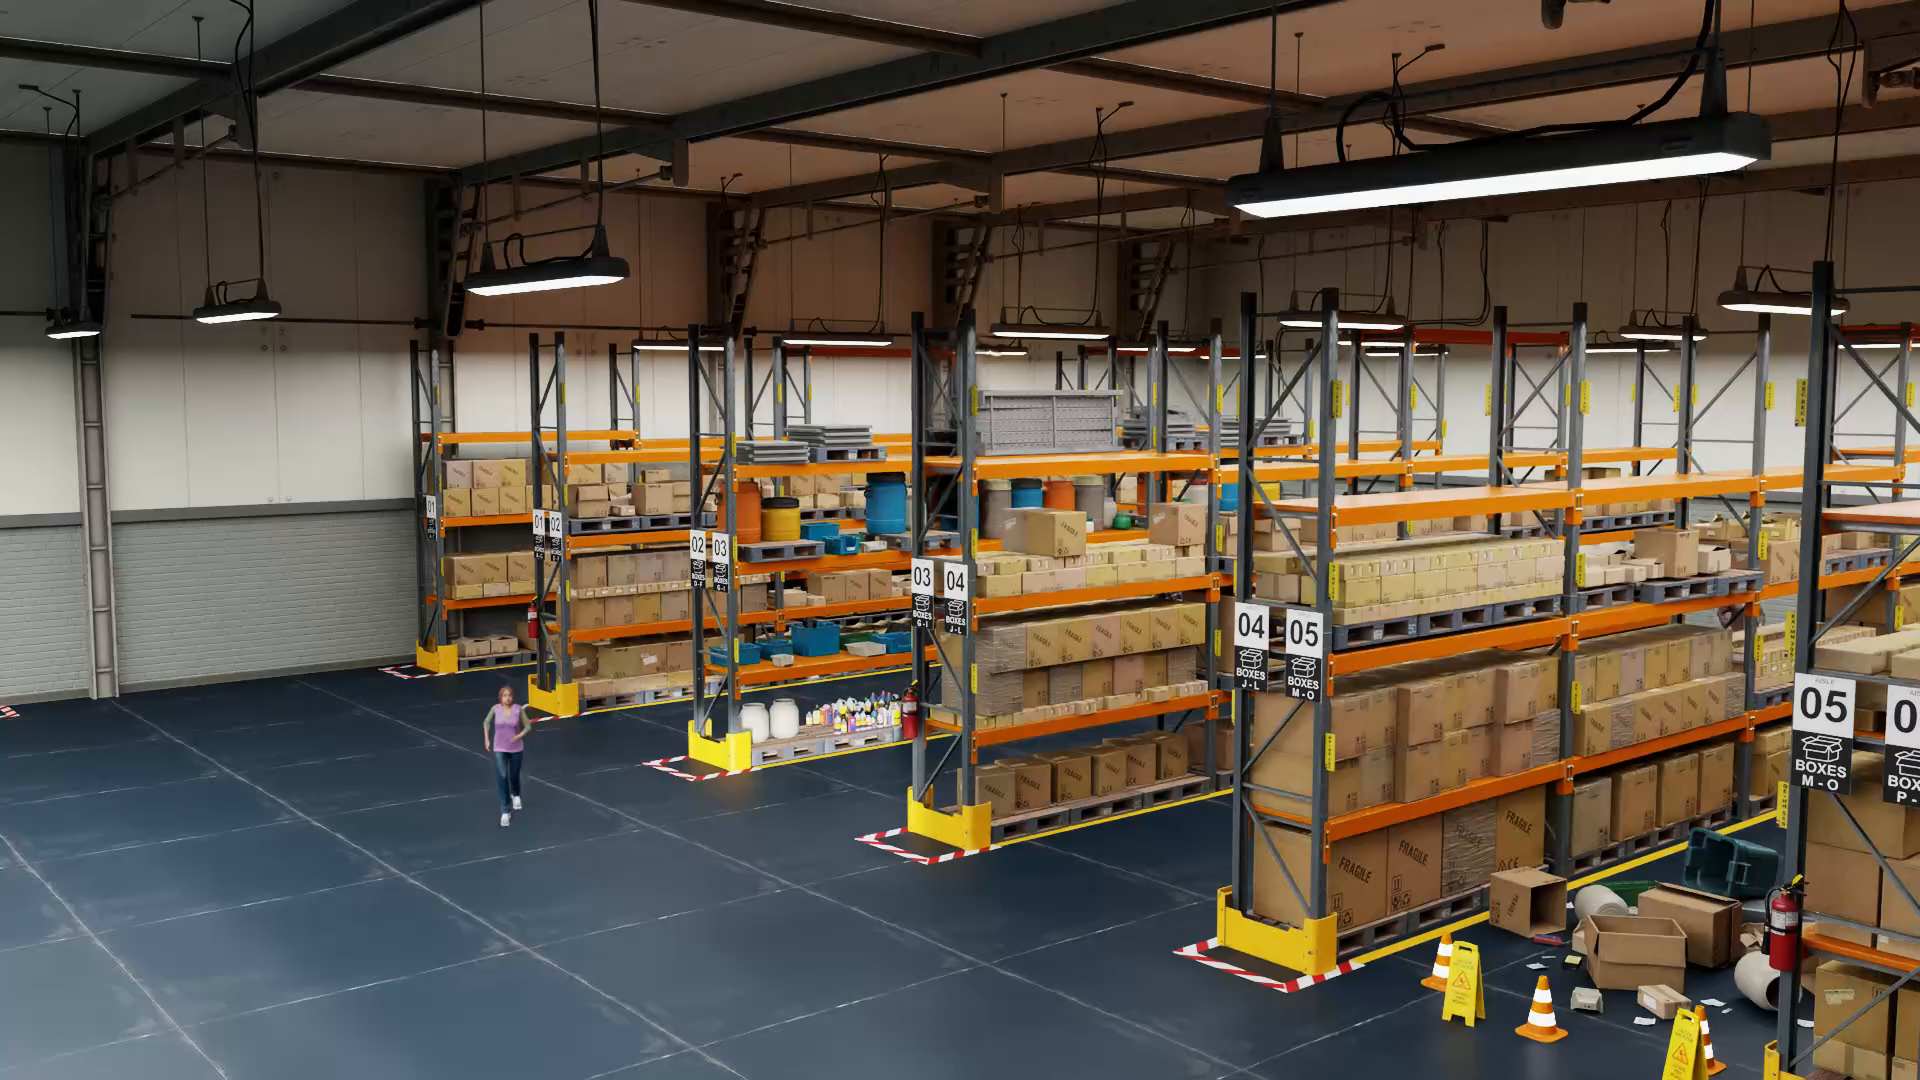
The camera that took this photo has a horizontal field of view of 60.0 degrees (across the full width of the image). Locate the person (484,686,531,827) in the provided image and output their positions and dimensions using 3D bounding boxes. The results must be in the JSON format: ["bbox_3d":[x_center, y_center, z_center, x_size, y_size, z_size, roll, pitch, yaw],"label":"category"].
[{"bbox_3d":[-5.397,2.531,19.861,0.552,1.615,0.790,-1,5,-14],"label":"person"}]

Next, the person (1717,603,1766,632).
[{"bbox_3d":[13.537,1.651,28.695,0.757,1.751,0.592,0,5,3],"label":"person"}]
